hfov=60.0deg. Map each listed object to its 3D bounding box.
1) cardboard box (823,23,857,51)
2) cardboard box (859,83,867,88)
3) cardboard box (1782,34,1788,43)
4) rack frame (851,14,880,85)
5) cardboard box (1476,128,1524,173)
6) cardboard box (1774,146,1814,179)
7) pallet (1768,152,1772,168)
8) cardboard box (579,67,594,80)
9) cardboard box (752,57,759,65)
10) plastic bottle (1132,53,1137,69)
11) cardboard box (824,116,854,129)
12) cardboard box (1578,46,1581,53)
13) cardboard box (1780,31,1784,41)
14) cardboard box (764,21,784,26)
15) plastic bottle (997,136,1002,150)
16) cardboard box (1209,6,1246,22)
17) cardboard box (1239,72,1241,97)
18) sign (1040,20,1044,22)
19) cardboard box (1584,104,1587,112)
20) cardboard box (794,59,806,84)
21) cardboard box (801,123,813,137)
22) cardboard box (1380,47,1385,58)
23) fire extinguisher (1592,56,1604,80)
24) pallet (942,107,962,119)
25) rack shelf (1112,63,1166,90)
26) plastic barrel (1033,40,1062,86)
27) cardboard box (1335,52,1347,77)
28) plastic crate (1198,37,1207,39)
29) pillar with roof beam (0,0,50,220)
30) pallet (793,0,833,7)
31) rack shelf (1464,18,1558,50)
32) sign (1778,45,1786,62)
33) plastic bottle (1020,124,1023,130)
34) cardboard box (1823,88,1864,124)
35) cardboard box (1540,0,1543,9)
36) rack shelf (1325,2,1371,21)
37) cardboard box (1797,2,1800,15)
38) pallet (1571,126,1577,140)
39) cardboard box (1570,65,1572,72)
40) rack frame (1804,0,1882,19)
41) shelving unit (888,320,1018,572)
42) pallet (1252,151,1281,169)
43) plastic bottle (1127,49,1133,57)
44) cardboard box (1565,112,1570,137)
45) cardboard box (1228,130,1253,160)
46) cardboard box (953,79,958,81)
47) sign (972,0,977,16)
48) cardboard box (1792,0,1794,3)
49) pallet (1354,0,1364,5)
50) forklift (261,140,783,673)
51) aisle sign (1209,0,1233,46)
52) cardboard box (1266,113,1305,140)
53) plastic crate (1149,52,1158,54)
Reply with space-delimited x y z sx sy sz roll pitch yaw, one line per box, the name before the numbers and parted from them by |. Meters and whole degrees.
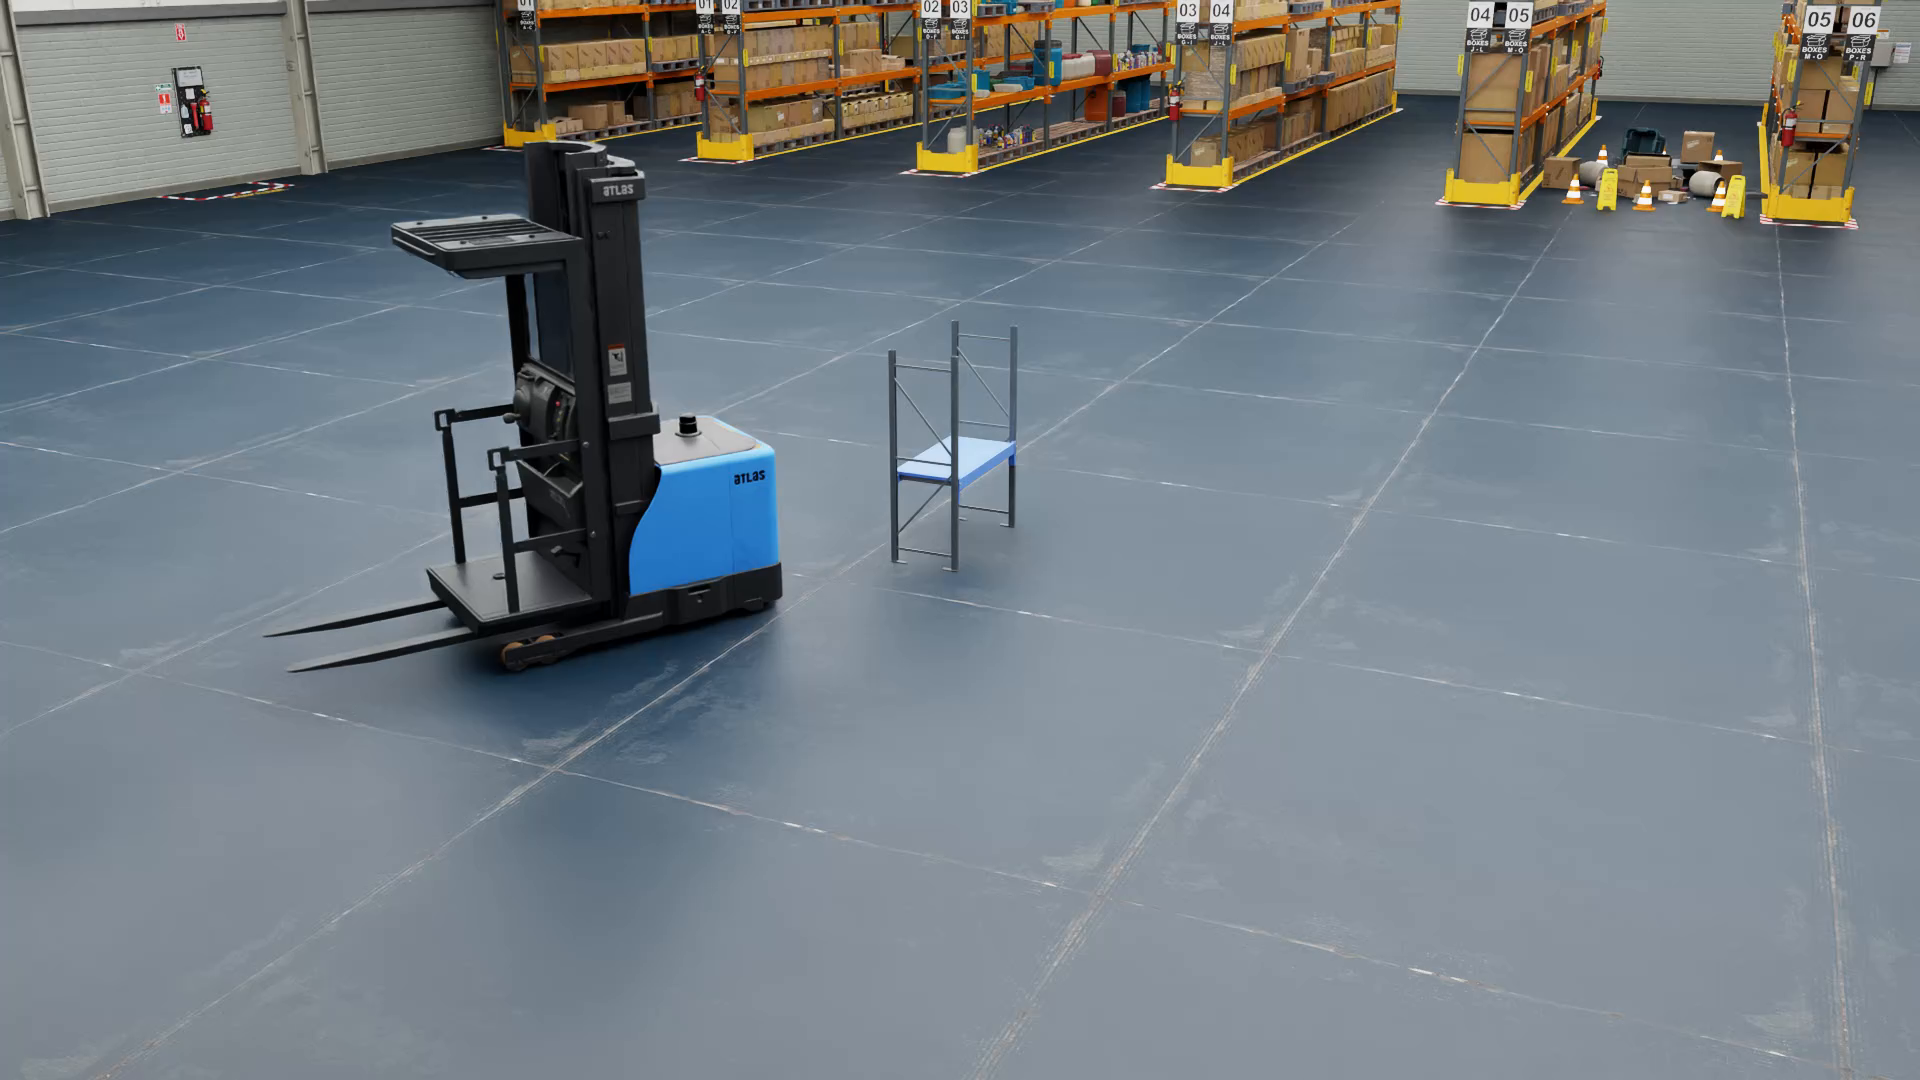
cardboard box | -3.528 -14.280 47.197 0.980 0.700 0.700 7 21 20
cardboard box | -3.120 -13.391 48.249 0.700 0.500 0.500 8 21 23
cardboard box | 17.615 -10.394 35.076 0.500 0.500 0.500 8 21 22
rack frame | -2.720 -14.751 48.971 1.000 3.000 0.127 9 21 23
cardboard box | 9.345 -6.792 29.135 0.875 0.875 0.875 8 21 22
cardboard box | 13.627 -6.158 27.165 0.500 0.500 0.500 9 22 25
pallet | 16.281 -7.355 32.334 1.003 0.211 1.213 9 21 23
cardboard box | -8.368 -10.220 36.424 0.500 0.250 0.500 8 21 22
cardboard box | -4.288 -9.706 33.667 0.380 0.149 0.250 8 21 21
plastic bottle | 4.152 -11.483 39.856 0.144 0.351 0.185 9 21 23
cardboard box | -2.722 -9.396 37.390 0.500 0.250 0.500 8 21 21
cardboard box | 13.697 -10.988 37.251 0.380 0.149 0.250 10 22 25
cardboard box | 18.182 -10.830 36.304 0.500 0.500 0.500 8 21 22
cardboard box | -4.951 -13.434 43.525 0.500 0.250 0.500 8 21 22
plastic bottle | 0.793 -7.934 33.217 0.097 0.271 0.097 0 20 0
cardboard box | 4.718 -9.276 29.322 0.500 0.250 0.500 9 22 24
cardboard box | 4.631 -8.342 30.356 0.875 0.500 0.500 9 21 23
sign | 2.299 -14.685 46.585 0.100 0.325 0.005 9 21 23
cardboard box | 14.744 -10.312 39.673 0.380 0.149 0.250 9 21 23
cardboard box | -3.708 -10.000 35.462 0.700 0.500 0.500 9 21 24
cardboard box | -3.508 -8.829 35.794 0.500 0.250 0.500 9 21 23
cardboard box | 10.255 -12.127 41.372 0.500 0.250 0.500 9 21 23
fire extinguisher | 15.845 -11.802 41.351 0.296 0.674 0.183 9 21 23
pallet | -0.634 -10.908 42.326 1.003 0.211 1.213 9 21 23
rack shelf | 3.862 -11.219 40.112 1.077 0.370 4.000 9 21 23
plastic barrel | 1.839 -10.036 34.965 0.600 0.901 0.708 9 21 23
cardboard box | 8.424 -10.740 37.543 0.500 0.500 0.500 8 21 22
plastic crate | 6.352 -13.309 44.773 0.616 0.435 0.499 9 21 23
pillar with roof beam | -10.761 -8.761 23.172 9.100 9.000 0.400 9 21 23
pallet | -3.438 -11.512 35.517 1.003 0.211 1.213 9 21 23
rack shelf | 9.588 -8.796 28.821 1.077 0.370 4.000 9 21 23
sign | 16.095 -9.528 32.555 0.100 0.325 0.005 9 21 23
plastic bottle | 1.272 -8.466 34.595 0.144 0.351 0.185 9 21 23
cardboard box | 13.773 -6.756 25.895 0.500 0.500 0.500 8 21 22
cardboard box | 9.512 -8.943 27.760 0.380 0.149 0.250 9 21 23
rack shelf | 8.380 -11.953 37.698 1.077 0.370 4.000 9 21 23
cardboard box | 14.332 -8.911 27.853 0.500 0.250 0.500 8 21 22
pallet | 13.365 -9.226 37.596 1.003 0.211 1.213 9 21 23
cardboard box | 12.953 -10.150 35.780 0.380 0.149 0.250 9 21 23
rack frame | 13.326 -9.288 24.656 1.000 3.000 0.127 9 21 23
shelving unit | -0.035 -0.681 11.644 0.538 1.500 1.048 9 21 23
pallet | 5.681 -7.520 32.799 1.003 0.211 1.213 9 21 23
plastic bottle | 4.224 -12.071 41.507 0.144 0.351 0.185 9 21 23
cardboard box | 12.770 -8.911 35.652 0.500 0.500 0.500 9 21 23
cardboard box | 5.313 -7.571 31.884 0.500 0.500 0.500 7 21 18
cardboard box | 0.138 -12.093 44.569 0.500 0.500 0.500 9 21 23
sign | 0.267 -9.842 30.676 0.100 0.325 0.005 9 21 23
cardboard box | 16.619 -10.703 32.330 0.797 0.503 0.637 7 21 19
pallet | 8.869 -12.526 38.522 0.805 0.209 1.217 8 21 21
forklift | -2.657 -0.811 9.874 3.031 2.935 1.130 -12 23 -31
aisle sign | 4.534 -8.986 28.880 0.394 0.787 0.004 9 21 23
cardboard box | 6.864 -8.743 35.151 0.700 0.500 0.500 11 22 27
plastic crate | 5.119 -12.647 43.357 0.293 0.136 0.466 9 21 23
